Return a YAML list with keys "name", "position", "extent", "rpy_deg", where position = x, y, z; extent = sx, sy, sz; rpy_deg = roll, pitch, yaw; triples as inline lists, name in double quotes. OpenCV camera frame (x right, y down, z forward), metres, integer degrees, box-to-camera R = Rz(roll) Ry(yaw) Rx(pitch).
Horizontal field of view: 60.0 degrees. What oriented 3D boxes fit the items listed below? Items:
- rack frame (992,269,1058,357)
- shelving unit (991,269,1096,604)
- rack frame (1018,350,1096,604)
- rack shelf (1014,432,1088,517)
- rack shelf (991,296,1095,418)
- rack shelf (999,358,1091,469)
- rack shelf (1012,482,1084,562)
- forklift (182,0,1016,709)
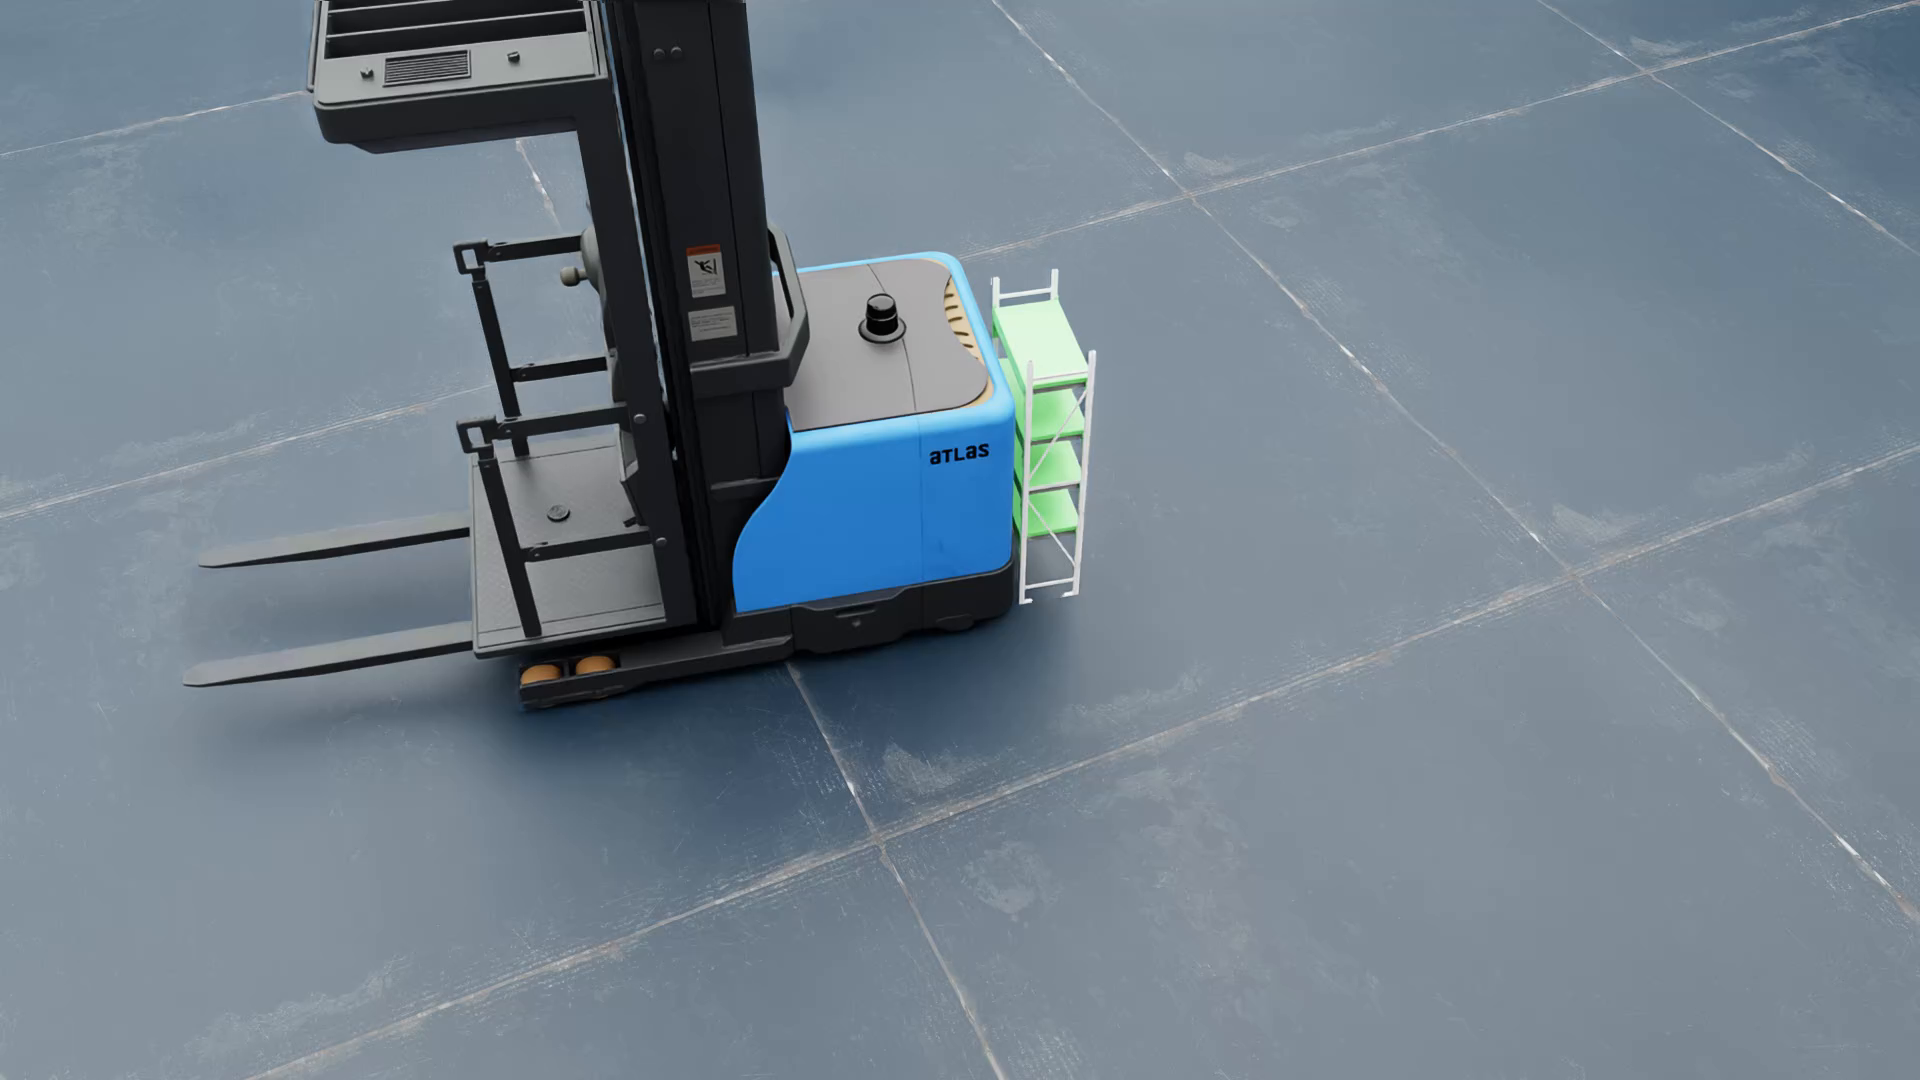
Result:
- name: "rack frame"
  position: [0.238, -0.533, 6.436]
  extent: [0.240, 1.200, 0.015]
  rpy_deg: [-9, 45, -9]
- name: "shelving unit"
  position: [0.293, -0.366, 6.267]
  extent: [0.258, 1.200, 0.503]
  rpy_deg: [-9, 45, -9]
- name: "rack frame"
  position: [0.347, -0.199, 6.097]
  extent: [0.240, 1.200, 0.015]
  rpy_deg: [-9, 45, -9]
- name: "rack shelf"
  position: [0.293, -0.321, 6.312]
  extent: [0.258, 0.148, 0.480]
  rpy_deg: [-9, 45, -9]
- name: "rack shelf"
  position: [0.293, -0.662, 5.975]
  extent: [0.258, 0.148, 0.480]
  rpy_deg: [-9, 45, -9]
- name: "rack shelf"
  position: [0.293, -0.492, 6.143]
  extent: [0.258, 0.148, 0.480]
  rpy_deg: [-9, 45, -9]
- name: "rack shelf"
  position: [0.292, -0.150, 6.480]
  extent: [0.258, 0.148, 0.480]
  rpy_deg: [-9, 45, -9]
- name: "forklift"
  position: [-1.366, -0.836, 5.510]
  extent: [3.031, 2.935, 1.130]
  rpy_deg: [-9, 45, -9]
